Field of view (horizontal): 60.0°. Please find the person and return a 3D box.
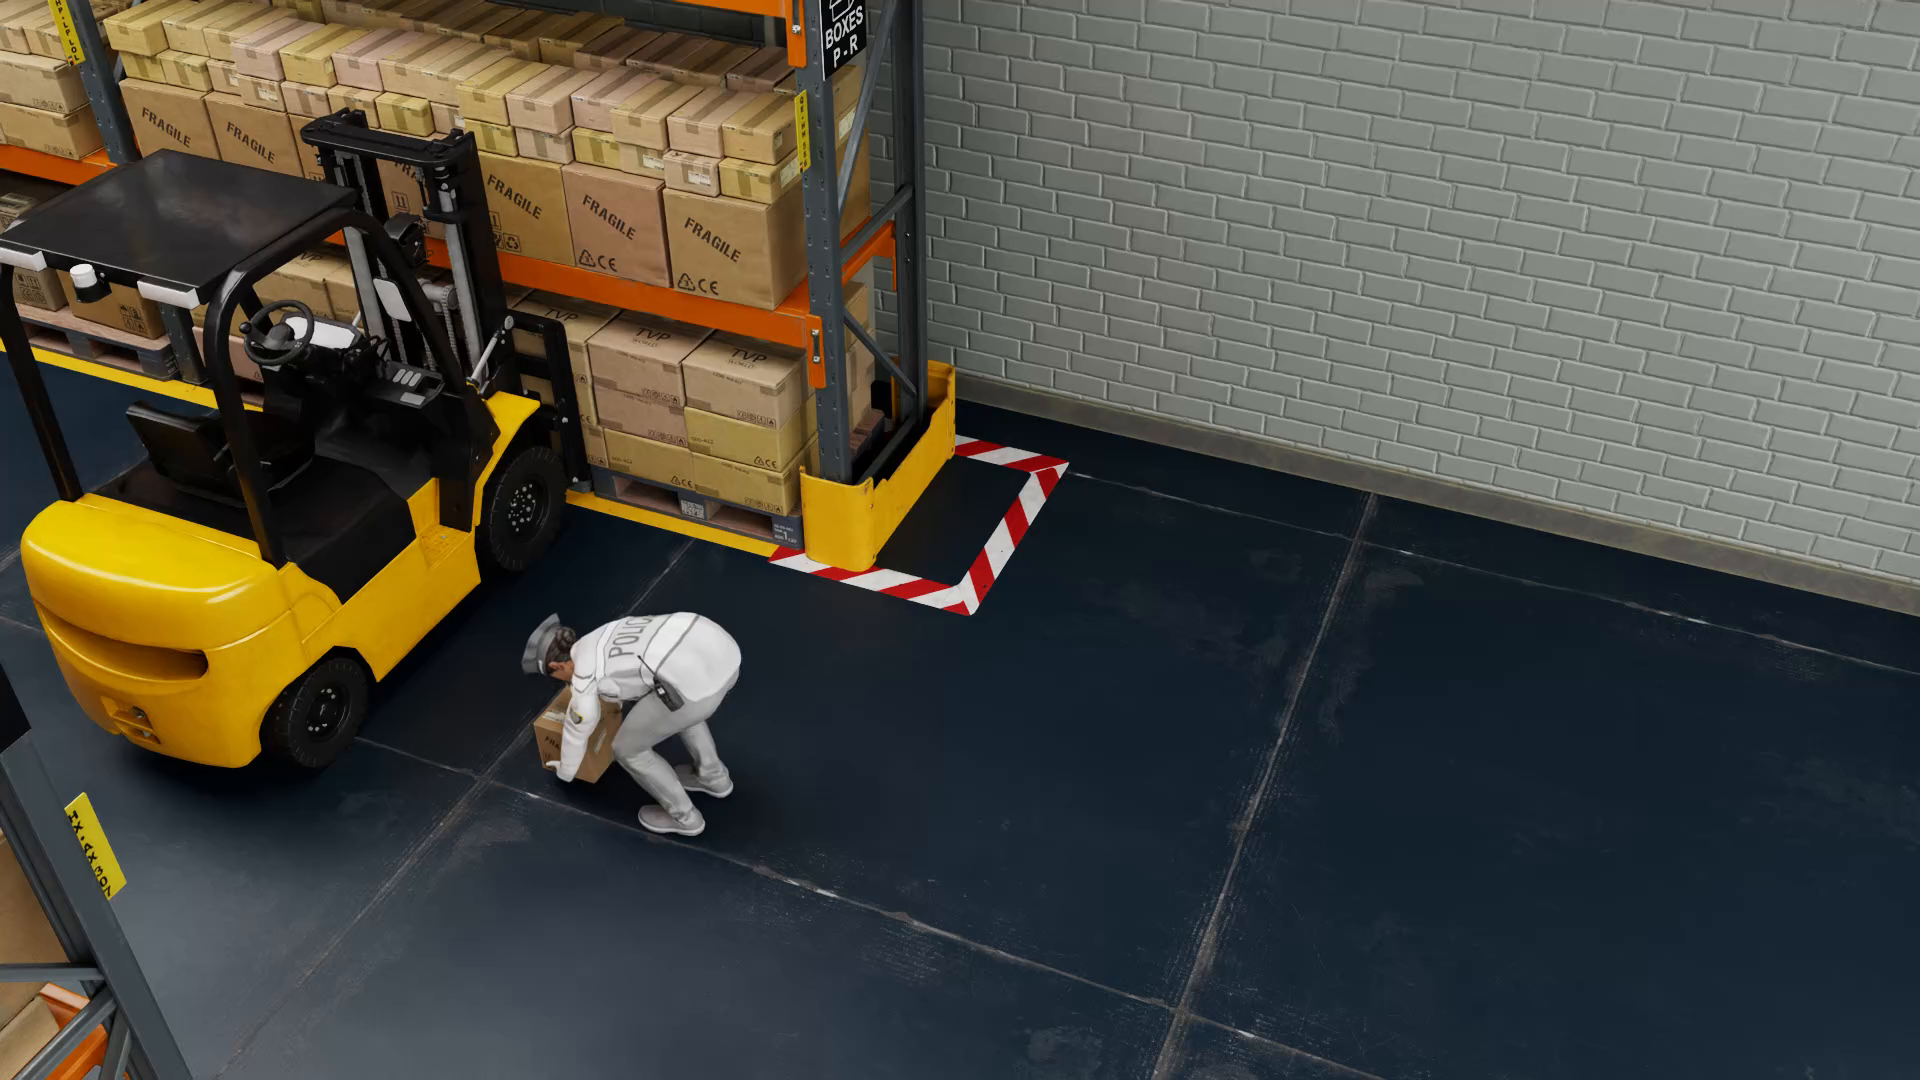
[{"bbox_3d":[-1.095,0.439,6.249,0.376,1.662,0.529,13,40,16],"label":"person"}]
